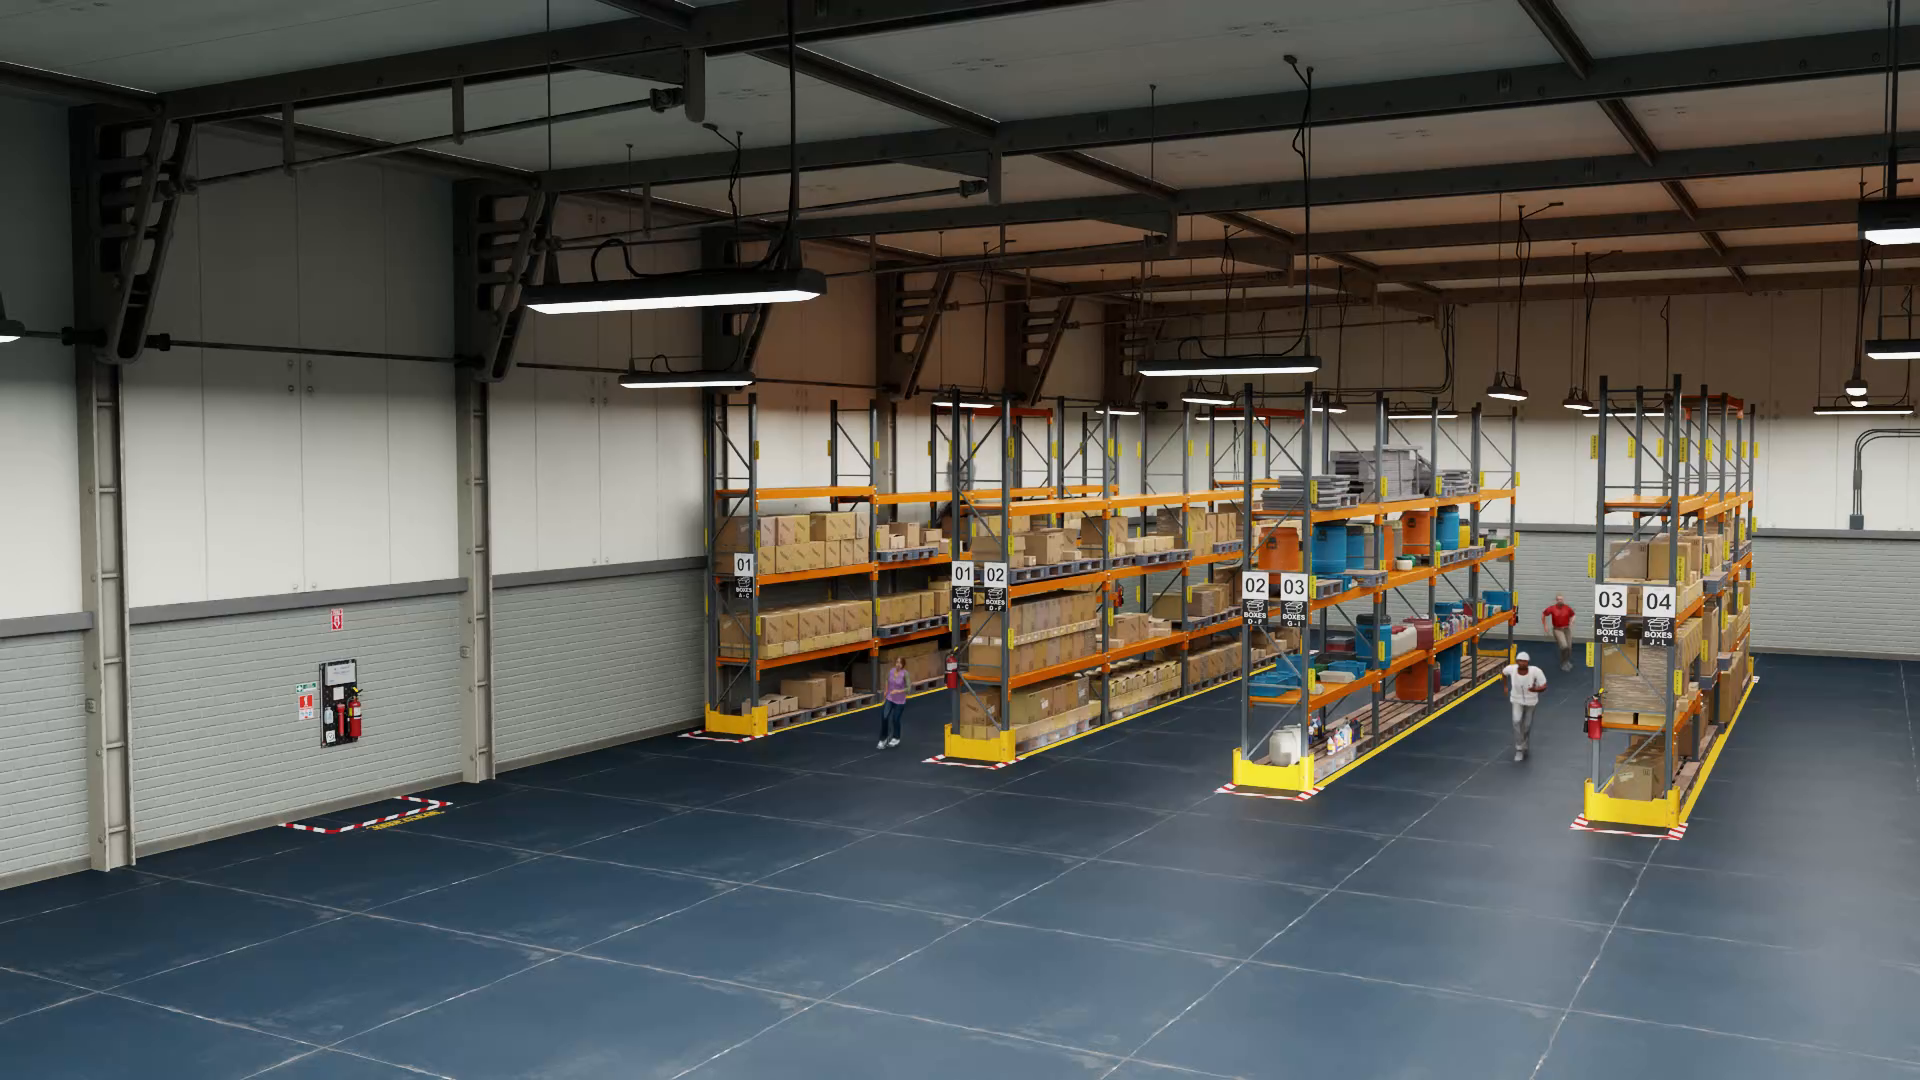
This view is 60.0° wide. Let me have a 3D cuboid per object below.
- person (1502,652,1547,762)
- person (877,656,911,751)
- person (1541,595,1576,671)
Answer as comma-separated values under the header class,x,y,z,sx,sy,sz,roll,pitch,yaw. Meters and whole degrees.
class,x,y,z,sx,sy,sz,roll,pitch,yaw
person,9.189,2.681,27.094,0.694,1.777,0.997,1,3,18
person,-1.080,2.723,27.848,0.542,1.599,0.672,1,3,17
person,13.685,2.125,37.909,0.735,1.760,0.663,0,3,-4
